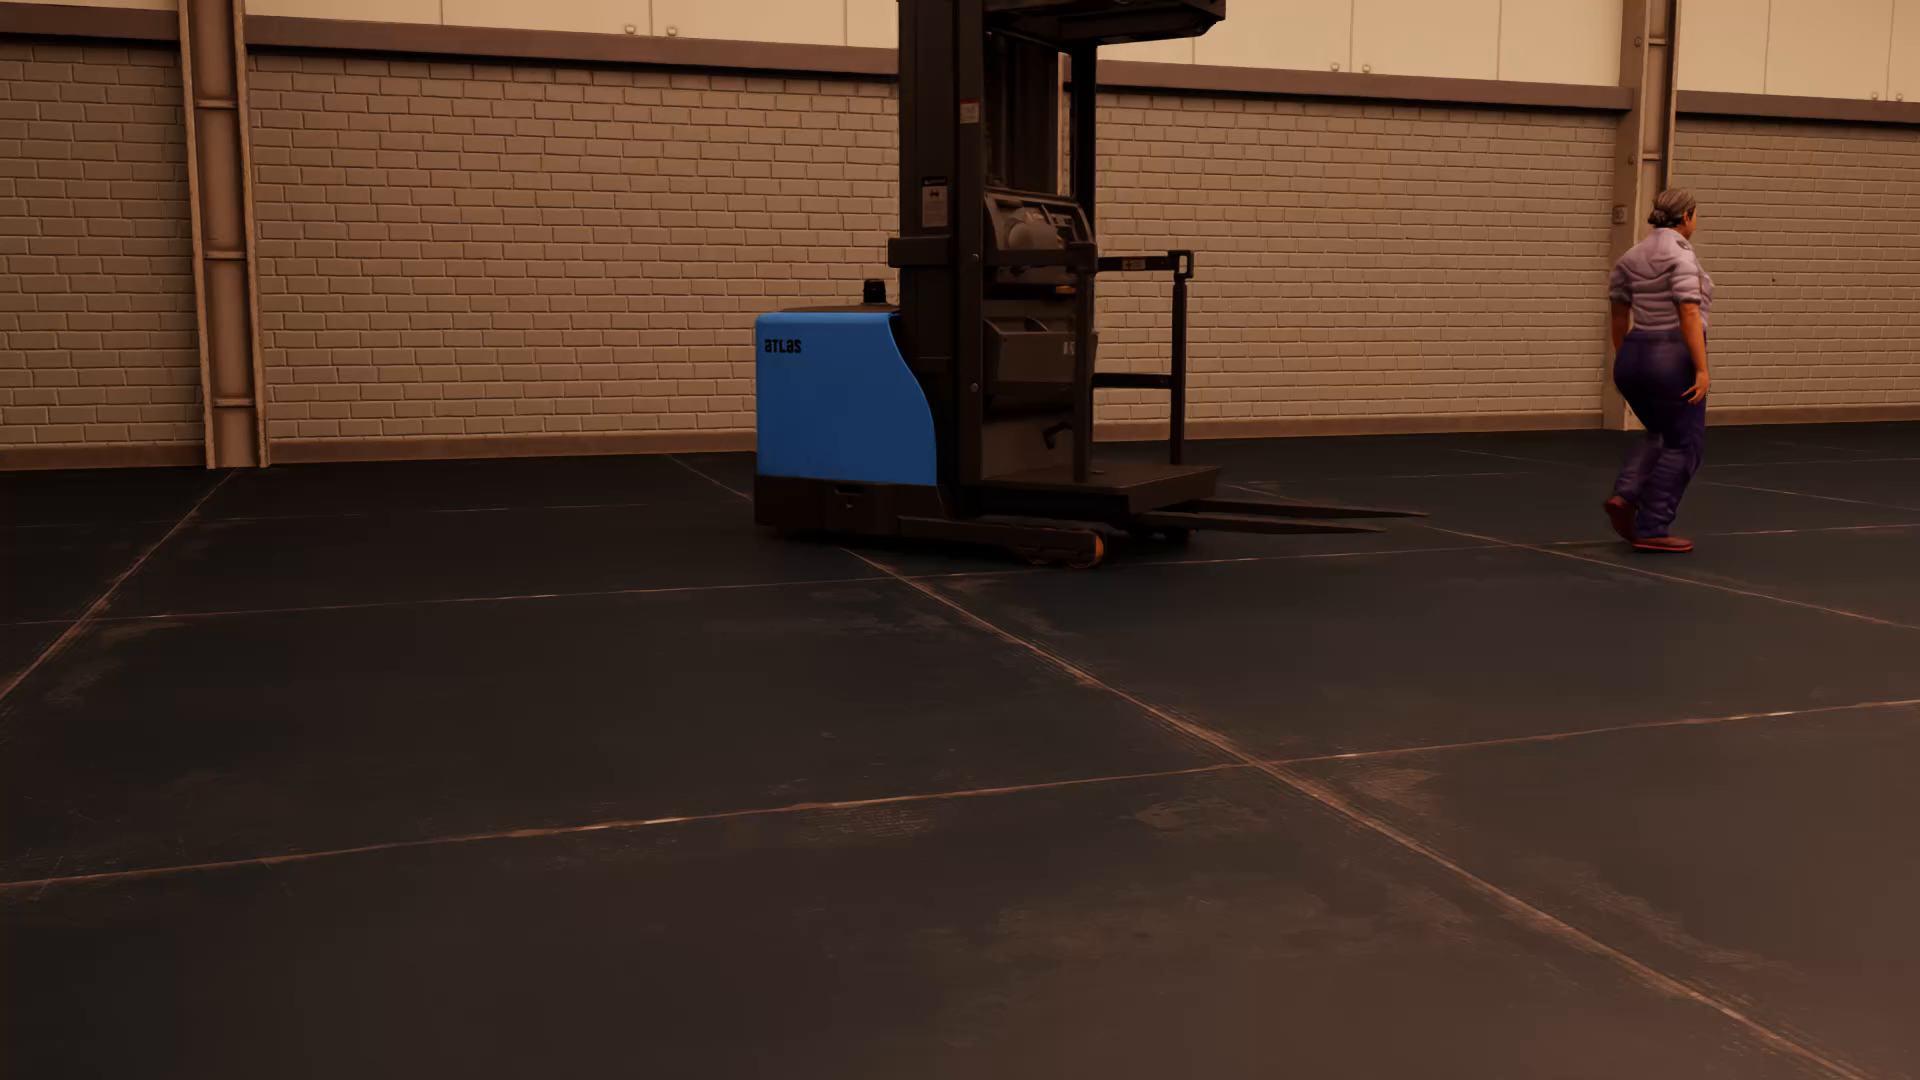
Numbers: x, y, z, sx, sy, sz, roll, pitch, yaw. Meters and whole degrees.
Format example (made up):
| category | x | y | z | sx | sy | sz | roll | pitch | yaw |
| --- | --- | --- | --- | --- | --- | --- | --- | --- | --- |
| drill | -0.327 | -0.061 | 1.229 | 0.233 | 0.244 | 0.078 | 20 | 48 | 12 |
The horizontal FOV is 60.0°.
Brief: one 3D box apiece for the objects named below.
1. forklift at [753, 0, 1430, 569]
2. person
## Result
| category | x | y | z | sx | sy | sz | roll | pitch | yaw |
| --- | --- | --- | --- | --- | --- | --- | --- | --- | --- |
| forklift | 0.541 | -1.411 | 7.423 | 3.031 | 2.935 | 1.130 | 5 | 9 | 31 |
| person | 3.228 | -0.767 | 7.556 | 0.465 | 1.637 | 0.596 | -3 | 8 | -19 |
